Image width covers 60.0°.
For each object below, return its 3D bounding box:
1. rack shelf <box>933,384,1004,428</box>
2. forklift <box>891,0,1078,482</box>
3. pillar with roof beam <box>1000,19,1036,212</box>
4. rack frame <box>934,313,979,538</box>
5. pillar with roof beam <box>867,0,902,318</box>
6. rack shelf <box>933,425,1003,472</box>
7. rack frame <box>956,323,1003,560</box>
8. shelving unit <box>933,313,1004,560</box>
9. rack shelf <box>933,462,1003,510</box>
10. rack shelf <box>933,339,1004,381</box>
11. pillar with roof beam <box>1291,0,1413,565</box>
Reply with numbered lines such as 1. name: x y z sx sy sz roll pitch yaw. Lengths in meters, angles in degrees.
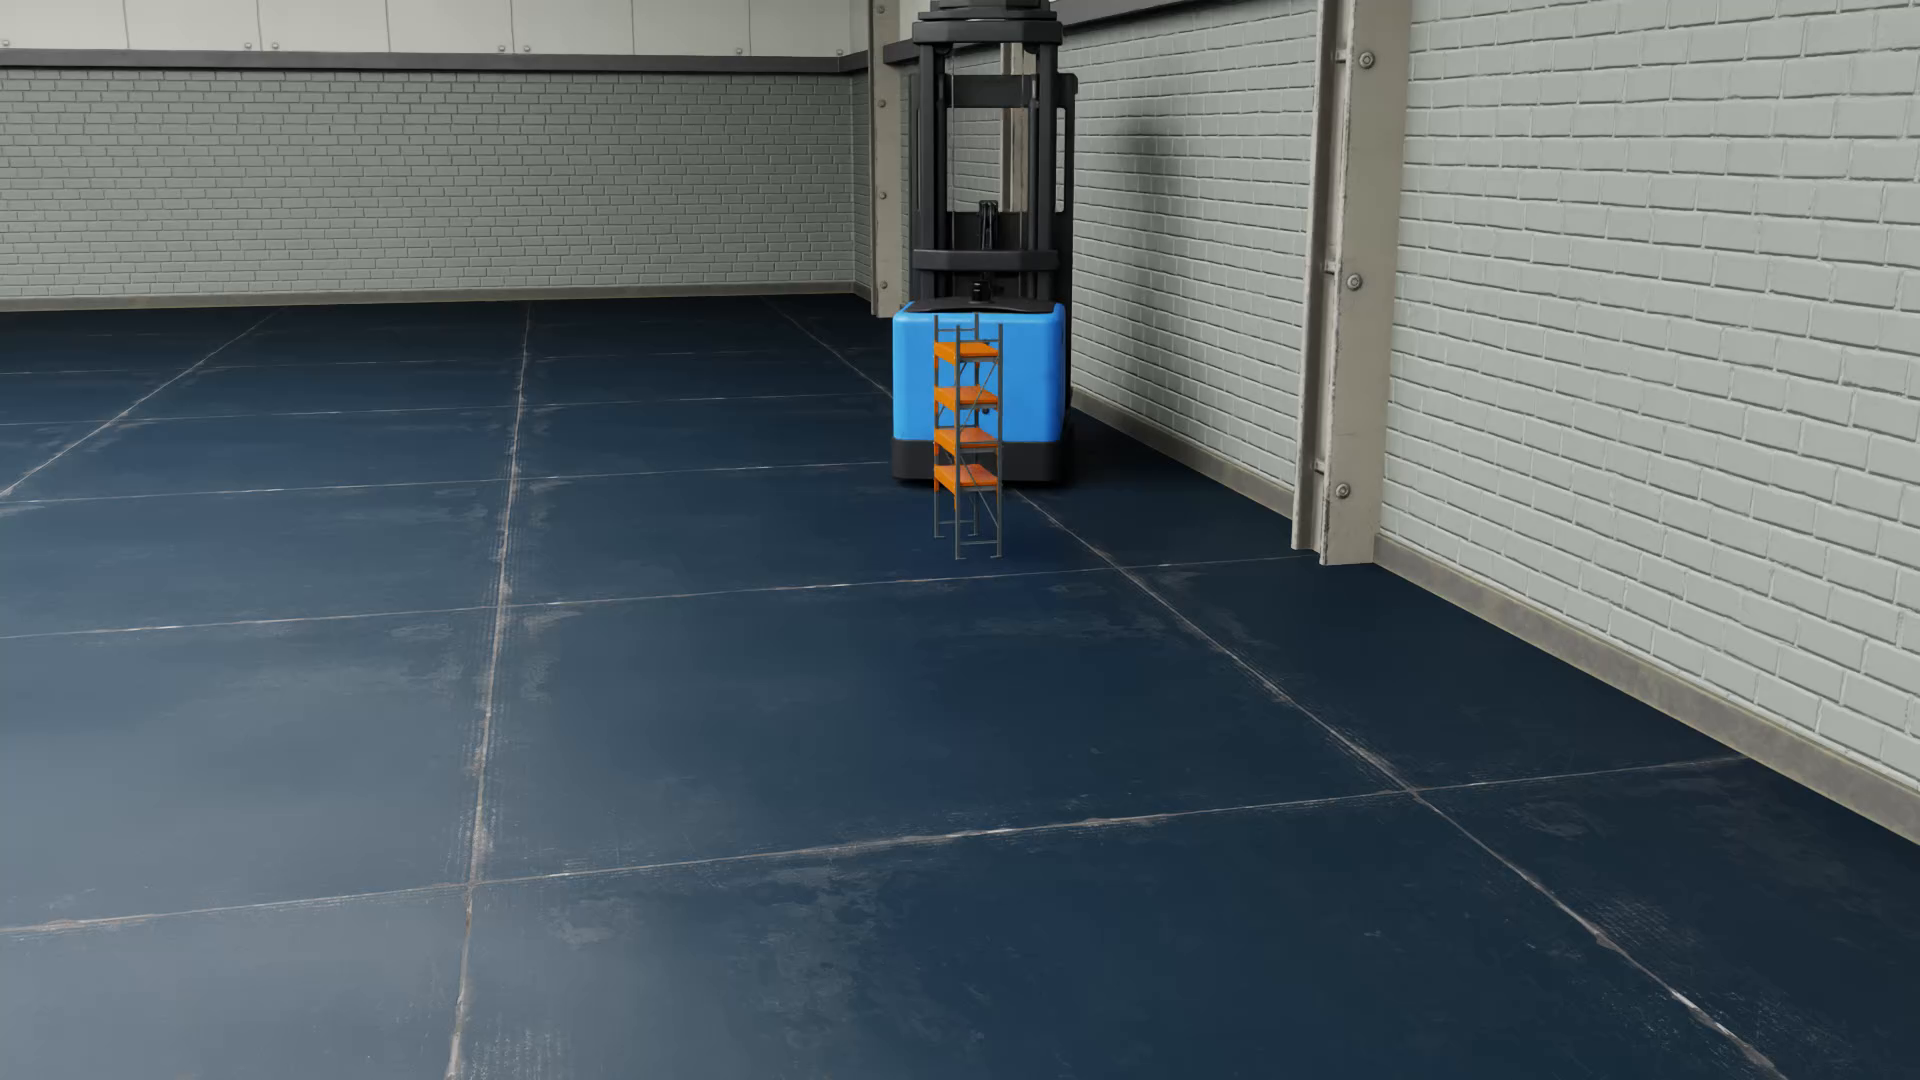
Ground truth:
1. rack shelf: 0.039 -0.697 8.591 0.258 0.148 0.480 -3 14 -13
2. forklift: 0.227 -2.076 11.248 1.130 2.935 3.031 1 14 5
3. pillar with roof beam: -3.653 -5.441 12.238 9.100 9.000 0.400 -3 14 -13
4. rack frame: -0.018 -0.601 8.859 0.240 1.200 0.015 -3 14 -13
5. pillar with roof beam: -5.062 -6.825 17.904 9.100 9.000 0.400 -3 14 -13
6. rack shelf: 0.039 -0.479 8.644 0.258 0.148 0.480 -3 14 -13
7. rack frame: 0.096 -0.488 8.398 0.240 1.200 0.015 -3 14 -13
8. shelving unit: 0.039 -0.545 8.628 0.258 1.200 0.503 -3 14 -13
9. rack shelf: 0.039 -0.286 8.691 0.258 0.148 0.480 -3 14 -13
10. rack shelf: 0.039 -0.926 8.535 0.258 0.148 0.480 -3 14 -13
11. pillar with roof beam: -2.243 -4.057 6.572 9.100 9.000 0.400 -3 14 -13
